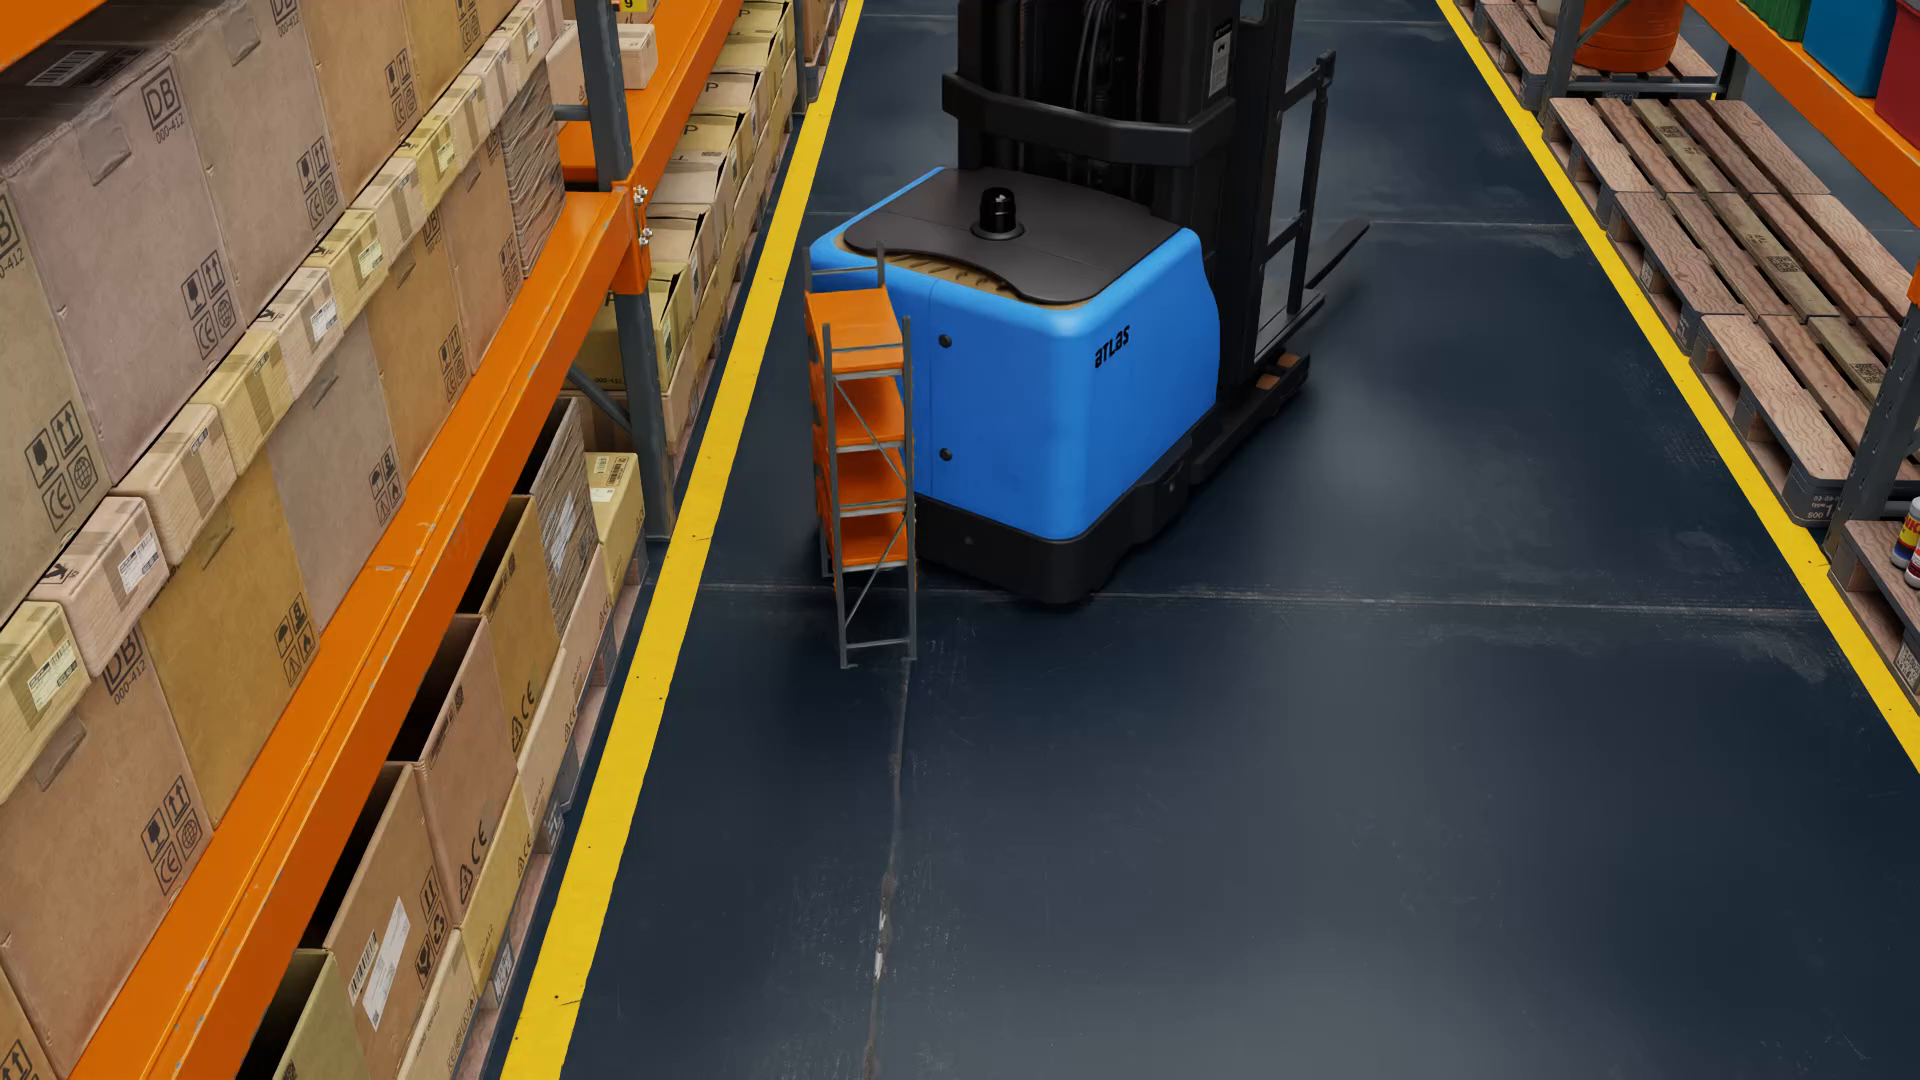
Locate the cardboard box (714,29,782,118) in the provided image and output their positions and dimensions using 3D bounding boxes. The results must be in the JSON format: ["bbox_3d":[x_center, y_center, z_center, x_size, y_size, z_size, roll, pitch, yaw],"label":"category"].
[{"bbox_3d":[-1.126,-2.238,7.863,0.500,0.311,0.500,1,35,1],"label":"cardboard box"}]

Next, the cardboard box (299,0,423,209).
[{"bbox_3d":[-1.549,-1.007,3.359,0.700,0.500,0.500,1,35,2],"label":"cardboard box"}]

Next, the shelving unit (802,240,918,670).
[{"bbox_3d":[-0.299,-0.242,5.050,0.258,1.200,0.503,-6,36,-9],"label":"shelving unit"}]

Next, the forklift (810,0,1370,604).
[{"bbox_3d":[0.720,-1.807,5.772,1.130,2.935,3.031,20,40,26],"label":"forklift"}]

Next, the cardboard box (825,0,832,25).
[{"bbox_3d":[-1.018,-3.280,9.599,0.500,0.500,0.500,0,35,0],"label":"cardboard box"}]

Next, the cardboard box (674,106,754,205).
[{"bbox_3d":[-1.172,-1.660,7.041,0.500,0.311,0.500,2,35,3],"label":"cardboard box"}]

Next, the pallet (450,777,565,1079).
[{"bbox_3d":[-1.618,1.031,4.099,1.003,0.211,1.213,1,35,2],"label":"pallet"}]

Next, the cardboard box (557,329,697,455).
[{"bbox_3d":[-1.234,-0.541,5.938,0.500,0.250,0.500,1,35,1],"label":"cardboard box"}]

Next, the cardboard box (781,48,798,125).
[{"bbox_3d":[-1.114,-2.306,8.448,0.500,0.250,0.500,2,35,3],"label":"cardboard box"}]

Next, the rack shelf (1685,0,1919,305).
[{"bbox_3d":[3.532,-2.007,6.622,1.077,0.370,4.000,1,35,2],"label":"rack shelf"}]

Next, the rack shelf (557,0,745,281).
[{"bbox_3d":[-1.417,-2.123,6.788,1.077,0.370,4.000,1,35,2],"label":"rack shelf"}]

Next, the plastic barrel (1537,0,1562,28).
[{"bbox_3d":[3.548,-3.212,9.510,0.421,0.512,0.421,0,35,0],"label":"plastic barrel"}]

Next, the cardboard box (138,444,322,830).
[{"bbox_3d":[-1.585,0.134,2.864,0.700,0.500,0.500,2,35,2],"label":"cardboard box"}]

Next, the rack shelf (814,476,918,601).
[{"bbox_3d":[-0.299,-0.024,5.203,0.258,0.148,0.480,-6,36,-9],"label":"rack shelf"}]

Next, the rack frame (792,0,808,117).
[{"bbox_3d":[-1.337,-3.567,8.216,1.000,3.000,0.127,1,35,2],"label":"rack frame"}]

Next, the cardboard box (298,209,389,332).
[{"bbox_3d":[-1.355,-0.531,3.246,0.380,0.149,0.250,2,35,3],"label":"cardboard box"}]

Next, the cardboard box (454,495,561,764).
[{"bbox_3d":[-1.346,0.224,4.197,0.500,0.500,0.500,1,35,2],"label":"cardboard box"}]

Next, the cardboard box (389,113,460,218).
[{"bbox_3d":[-1.337,-0.829,3.670,0.380,0.149,0.250,1,35,2],"label":"cardboard box"}]

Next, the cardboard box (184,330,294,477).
[{"bbox_3d":[-1.378,-0.237,2.828,0.380,0.149,0.250,1,35,1],"label":"cardboard box"}]

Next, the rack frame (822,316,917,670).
[{"bbox_3d":[-0.254,-0.104,4.854,0.240,1.200,0.015,-6,36,-9],"label":"rack frame"}]

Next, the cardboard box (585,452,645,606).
[{"bbox_3d":[-1.298,-0.044,5.230,0.500,0.250,0.500,1,35,2],"label":"cardboard box"}]

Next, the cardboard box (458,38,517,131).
[{"bbox_3d":[-1.315,-1.121,4.085,0.380,0.149,0.250,0,35,1],"label":"cardboard box"}]

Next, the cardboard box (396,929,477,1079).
[{"bbox_3d":[-1.378,1.105,3.595,0.500,0.250,0.500,1,35,2],"label":"cardboard box"}]

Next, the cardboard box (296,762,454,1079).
[{"bbox_3d":[-1.389,0.798,3.380,0.500,0.500,0.500,1,35,2],"label":"cardboard box"}]

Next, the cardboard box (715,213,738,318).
[{"bbox_3d":[-1.194,-1.133,6.779,0.500,0.250,0.500,0,35,0],"label":"cardboard box"}]

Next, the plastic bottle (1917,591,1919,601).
[{"bbox_3d":[2.993,0.103,5.046,0.097,0.201,0.097,0,35,0],"label":"plastic bottle"}]

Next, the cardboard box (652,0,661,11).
[{"bbox_3d":[-1.409,-2.341,6.385,0.500,0.500,0.500,1,35,2],"label":"cardboard box"}]

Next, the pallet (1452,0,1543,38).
[{"bbox_3d":[3.654,-3.462,10.493,1.003,0.211,1.213,1,35,2],"label":"pallet"}]

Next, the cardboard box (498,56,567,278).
[{"bbox_3d":[-1.509,-1.054,4.555,0.700,0.500,0.500,0,35,1],"label":"cardboard box"}]

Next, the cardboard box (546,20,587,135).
[{"bbox_3d":[-1.522,-1.491,5.393,0.500,0.250,0.500,3,35,5],"label":"cardboard box"}]

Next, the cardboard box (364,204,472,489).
[{"bbox_3d":[-1.548,-0.463,3.713,0.700,0.500,0.500,2,35,3],"label":"cardboard box"}]

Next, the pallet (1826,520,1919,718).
[{"bbox_3d":[3.383,0.374,5.035,1.003,0.211,1.213,1,35,2],"label":"pallet"}]

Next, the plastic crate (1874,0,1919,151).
[{"bbox_3d":[3.165,-1.463,5.168,0.402,0.464,0.583,1,35,2],"label":"plastic crate"}]

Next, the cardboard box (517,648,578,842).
[{"bbox_3d":[-1.333,0.531,4.412,0.500,0.250,0.500,1,35,2],"label":"cardboard box"}]

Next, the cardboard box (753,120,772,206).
[{"bbox_3d":[-1.155,-1.720,7.615,0.500,0.250,0.500,2,35,3],"label":"cardboard box"}]

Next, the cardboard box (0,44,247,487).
[{"bbox_3d":[-1.590,-0.432,2.541,0.700,0.500,0.500,1,35,2],"label":"cardboard box"}]

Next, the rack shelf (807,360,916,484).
[{"bbox_3d":[-0.299,-0.370,4.960,0.258,0.148,0.480,-6,36,-9],"label":"rack shelf"}]

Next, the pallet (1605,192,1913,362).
[{"bbox_3d":[3.491,-1.166,7.225,1.003,0.211,1.213,1,35,2],"label":"pallet"}]

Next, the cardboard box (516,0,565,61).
[{"bbox_3d":[-1.295,-1.414,4.502,0.380,0.149,0.250,1,35,2],"label":"cardboard box"}]

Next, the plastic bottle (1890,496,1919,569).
[{"bbox_3d":[3.001,-0.043,5.192,0.097,0.271,0.097,0,35,0],"label":"plastic bottle"}]

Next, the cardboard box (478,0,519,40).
[{"bbox_3d":[-1.509,-1.585,4.181,0.700,0.500,0.500,1,35,2],"label":"cardboard box"}]

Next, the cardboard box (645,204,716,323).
[{"bbox_3d":[-1.207,-1.064,6.194,0.500,0.311,0.500,1,35,1],"label":"cardboard box"}]

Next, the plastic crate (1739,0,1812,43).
[{"bbox_3d":[3.239,-2.072,6.274,0.450,0.188,0.662,1,35,2],"label":"plastic crate"}]

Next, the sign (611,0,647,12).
[{"bbox_3d":[-0.943,-1.643,4.658,0.100,0.325,0.005,1,35,2],"label":"sign"}]

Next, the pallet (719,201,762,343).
[{"bbox_3d":[-1.461,-1.255,7.352,1.003,0.211,1.213,1,35,2],"label":"pallet"}]

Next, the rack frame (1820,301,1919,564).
[{"bbox_3d":[3.451,-1.152,4.780,1.000,3.000,0.127,1,35,2],"label":"rack frame"}]

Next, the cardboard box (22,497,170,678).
[{"bbox_3d":[-1.396,0.063,2.401,0.380,0.149,0.250,1,35,1],"label":"cardboard box"}]

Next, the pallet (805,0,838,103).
[{"bbox_3d":[-1.269,-2.854,9.627,1.003,0.211,1.213,1,35,2],"label":"pallet"}]
